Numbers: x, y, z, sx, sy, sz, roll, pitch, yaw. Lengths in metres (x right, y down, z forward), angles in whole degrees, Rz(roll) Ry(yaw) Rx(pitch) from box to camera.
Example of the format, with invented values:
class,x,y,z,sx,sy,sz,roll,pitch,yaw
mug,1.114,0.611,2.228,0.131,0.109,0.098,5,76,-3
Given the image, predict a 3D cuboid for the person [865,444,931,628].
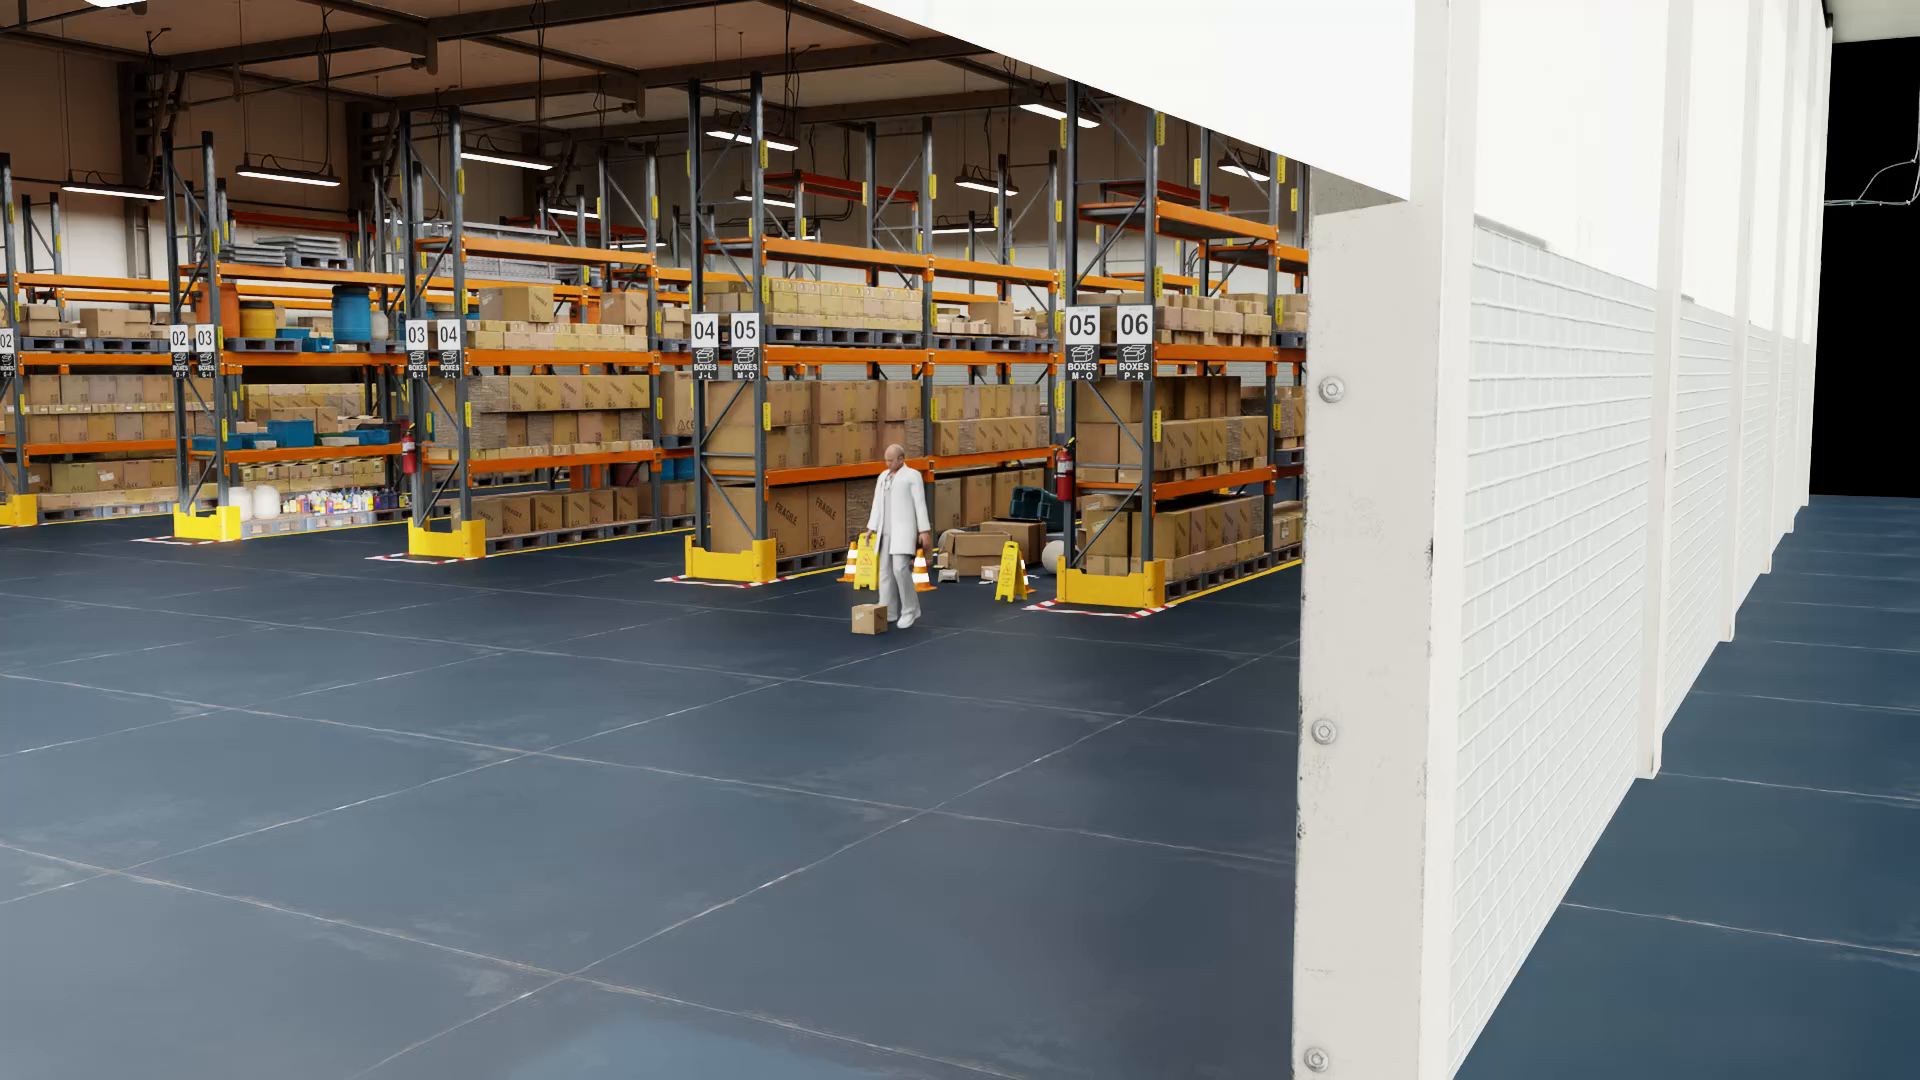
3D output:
class,x,y,z,sx,sy,sz,roll,pitch,yaw
person,-0.666,-0.048,16.462,0.696,1.803,0.442,5,8,42
